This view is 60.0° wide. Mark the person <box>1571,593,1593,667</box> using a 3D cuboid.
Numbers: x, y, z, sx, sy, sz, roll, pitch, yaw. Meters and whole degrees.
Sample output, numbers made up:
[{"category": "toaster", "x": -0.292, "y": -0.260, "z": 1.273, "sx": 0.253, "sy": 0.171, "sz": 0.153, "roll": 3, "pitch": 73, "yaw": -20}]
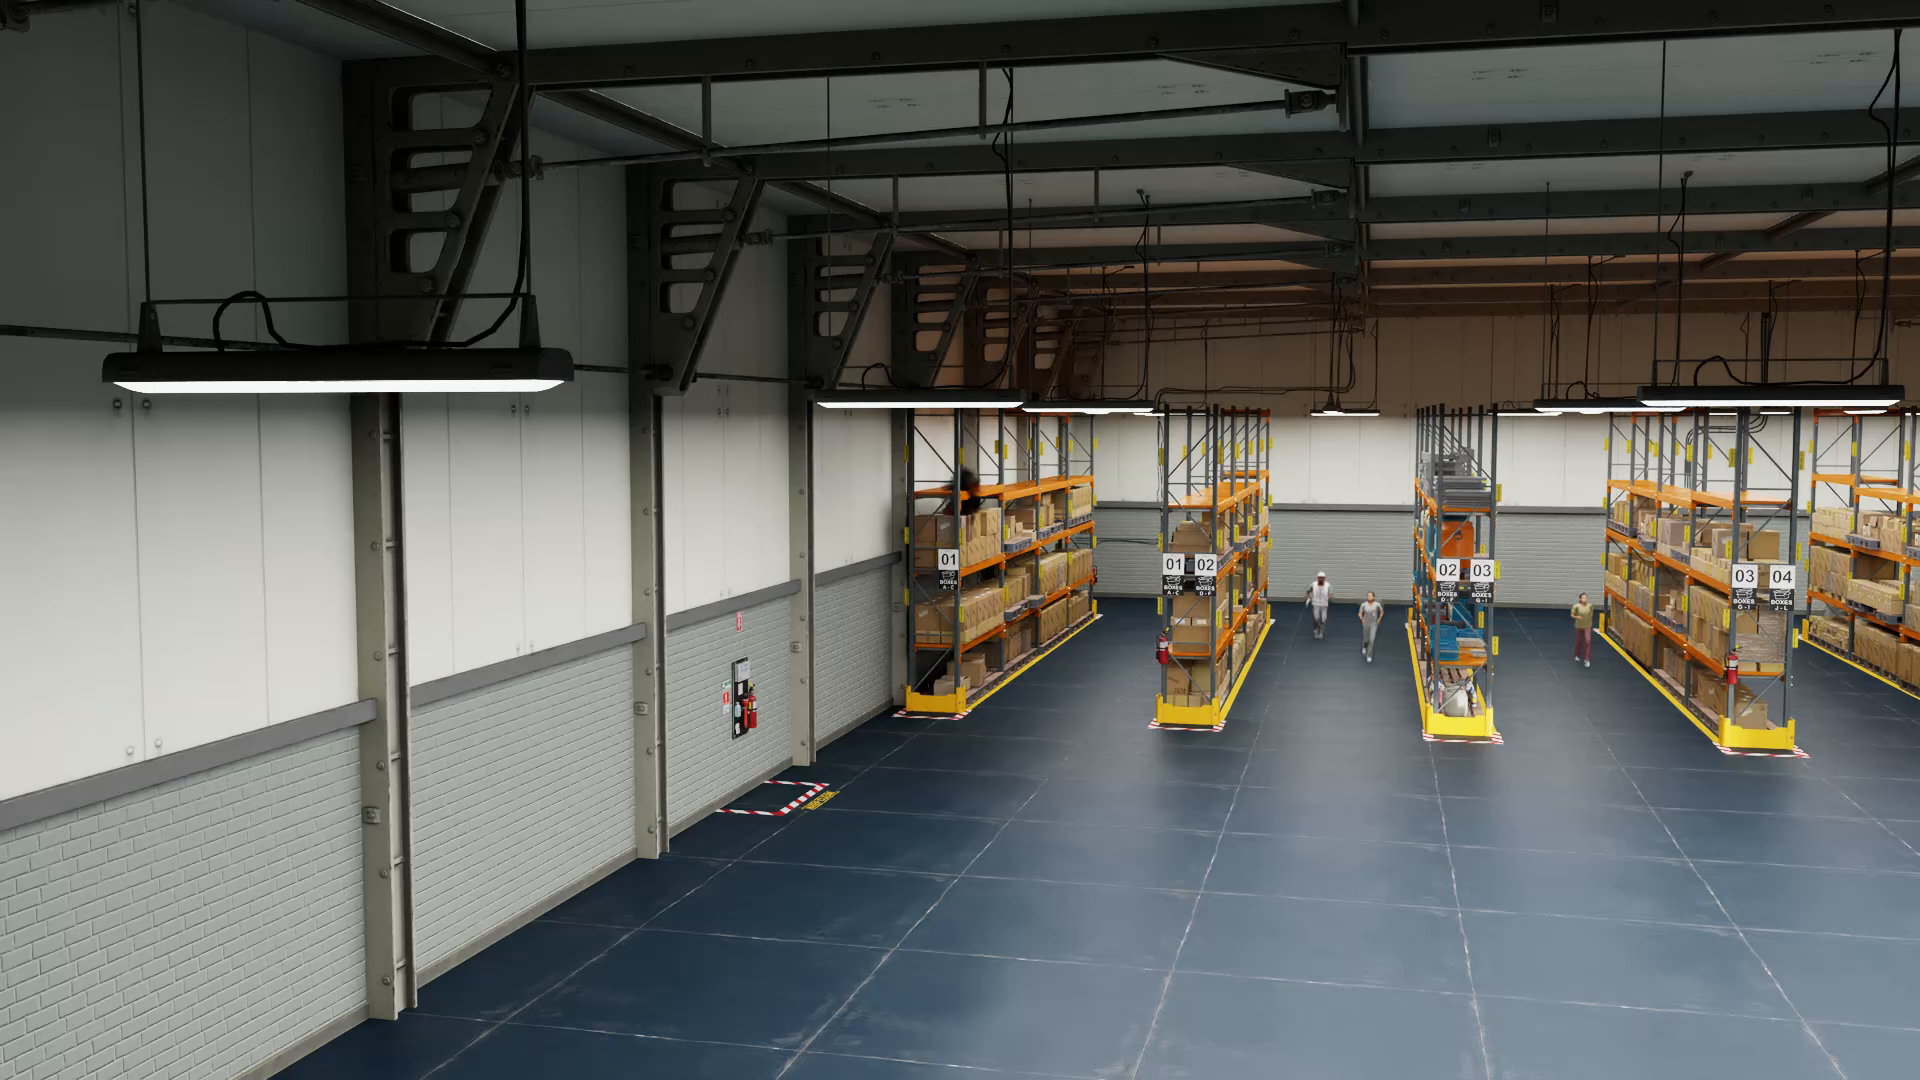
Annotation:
[{"category": "person", "x": 14.484, "y": 2.061, "z": 38.735, "sx": 0.529, "sy": 1.696, "sz": 0.887, "roll": 1, "pitch": 4, "yaw": 13}]

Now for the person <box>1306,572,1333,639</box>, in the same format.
[{"category": "person", "x": 9.311, "y": 1.703, "z": 43.018, "sx": 0.667, "sy": 1.748, "sz": 0.758, "roll": 0, "pitch": 4, "yaw": 5}]

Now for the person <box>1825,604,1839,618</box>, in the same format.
[{"category": "person", "x": 23.277, "y": 1.643, "z": 44.238, "sx": 0.549, "sy": 1.726, "sz": 0.705, "roll": 1, "pitch": 4, "yaw": 10}]

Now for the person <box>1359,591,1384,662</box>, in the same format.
[{"category": "person", "x": 9.774, "y": 2.038, "z": 39.526, "sx": 0.573, "sy": 1.654, "sz": 0.746, "roll": 1, "pitch": 4, "yaw": 16}]
